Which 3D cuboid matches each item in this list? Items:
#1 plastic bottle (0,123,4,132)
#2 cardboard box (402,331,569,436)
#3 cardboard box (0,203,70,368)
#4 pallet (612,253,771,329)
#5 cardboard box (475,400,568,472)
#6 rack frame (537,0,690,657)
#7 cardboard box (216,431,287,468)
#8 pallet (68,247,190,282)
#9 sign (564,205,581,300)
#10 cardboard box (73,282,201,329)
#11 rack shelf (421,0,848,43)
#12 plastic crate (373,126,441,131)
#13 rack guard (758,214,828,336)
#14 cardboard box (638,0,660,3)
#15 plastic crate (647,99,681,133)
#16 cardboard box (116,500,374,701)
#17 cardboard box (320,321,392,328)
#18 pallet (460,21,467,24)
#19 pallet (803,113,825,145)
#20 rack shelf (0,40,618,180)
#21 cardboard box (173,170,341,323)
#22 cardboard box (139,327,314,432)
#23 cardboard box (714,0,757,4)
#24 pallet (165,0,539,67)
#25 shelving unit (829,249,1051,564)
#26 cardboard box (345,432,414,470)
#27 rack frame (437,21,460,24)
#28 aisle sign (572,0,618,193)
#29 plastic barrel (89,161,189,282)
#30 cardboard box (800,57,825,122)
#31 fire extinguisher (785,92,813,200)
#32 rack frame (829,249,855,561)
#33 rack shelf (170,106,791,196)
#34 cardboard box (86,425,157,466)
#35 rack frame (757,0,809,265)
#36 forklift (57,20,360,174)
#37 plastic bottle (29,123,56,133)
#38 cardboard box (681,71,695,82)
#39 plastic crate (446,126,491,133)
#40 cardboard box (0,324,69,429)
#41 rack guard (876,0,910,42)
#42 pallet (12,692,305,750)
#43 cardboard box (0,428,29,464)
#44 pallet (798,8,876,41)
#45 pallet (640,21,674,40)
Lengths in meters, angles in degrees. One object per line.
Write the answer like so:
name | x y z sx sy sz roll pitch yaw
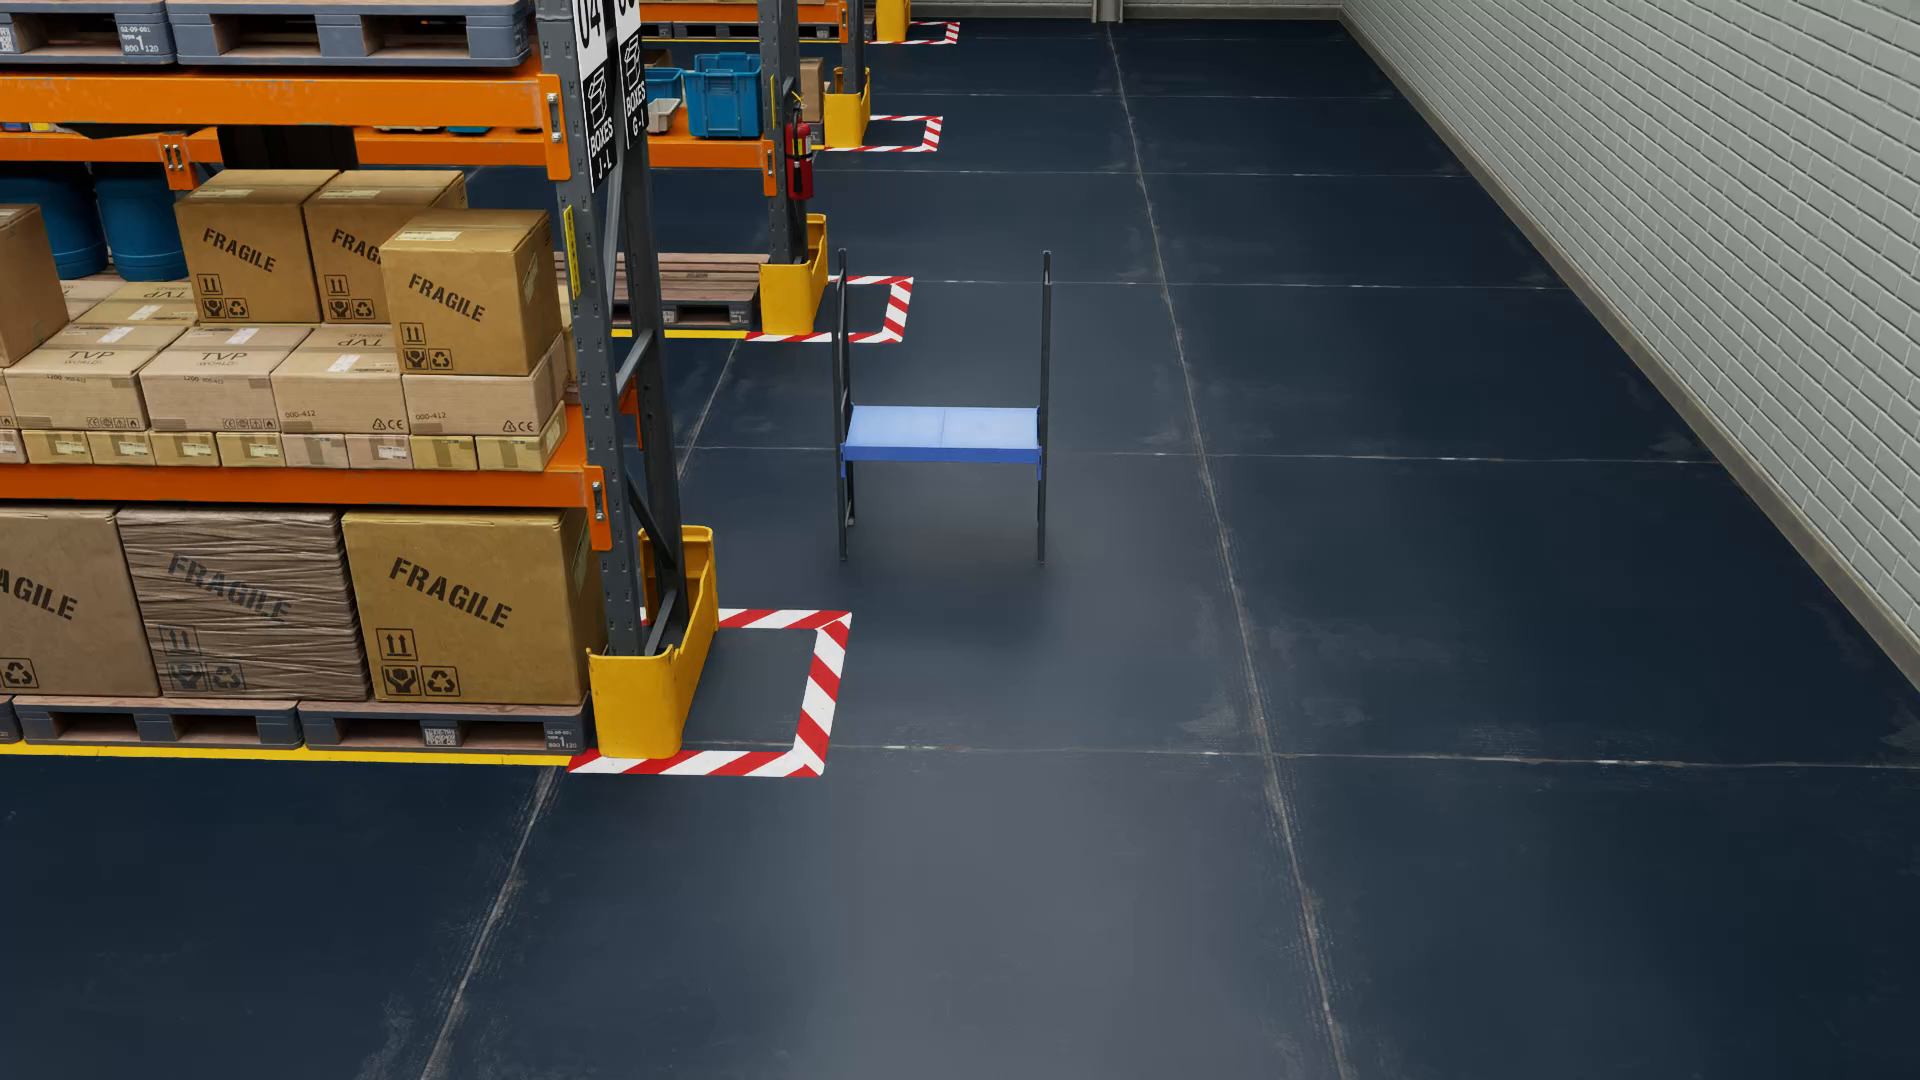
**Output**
plastic bottle | -6.466 -2.877 11.106 0.135 0.276 0.152 1 28 2
cardboard box | -1.863 -0.626 6.572 0.500 0.250 0.500 1 28 1
cardboard box | -3.885 -0.994 6.465 0.500 0.500 0.500 0 28 0
pallet | -2.017 -1.796 11.912 1.213 0.211 1.003 1 28 2
cardboard box | -1.736 -0.418 6.605 0.250 0.149 0.380 1 28 3
rack frame | -1.369 -0.677 6.825 0.127 3.000 1.000 1 28 2
cardboard box | -2.757 -0.434 6.635 0.250 0.149 0.380 0 28 1
pallet | -5.961 -1.862 12.037 1.213 0.211 1.003 1 28 2
sign | -1.402 -1.040 6.020 0.005 0.325 0.100 1 28 2
cardboard box | -3.383 -0.899 7.085 0.500 0.250 0.500 0 28 1
rack shelf | -3.014 -5.029 15.803 4.000 0.370 1.077 1 28 2
plastic crate | -3.672 -2.925 11.127 0.530 0.282 0.437 1 28 2
rack guard | -1.170 -1.897 11.795 0.348 0.500 1.175 1 28 2
cardboard box | -2.993 -5.265 15.372 0.500 0.500 0.500 1 28 1
plastic crate | -2.016 -2.835 11.112 0.243 0.136 0.396 1 28 2
cardboard box | -2.921 0.088 7.202 0.875 0.875 0.875 1 28 2
cardboard box | -2.359 -0.882 7.055 0.500 0.250 0.500 1 28 1
pallet | -5.616 -6.445 20.682 1.213 0.211 1.003 1 28 2
pallet | -1.888 -4.096 16.252 1.213 0.211 1.003 1 28 2
rack shelf | -3.368 -1.718 6.354 4.000 0.370 1.077 1 28 2
cardboard box | -2.857 -1.222 6.895 0.500 0.500 0.500 0 28 0
cardboard box | -2.878 -0.643 6.604 0.500 0.250 0.500 0 28 0
cardboard box | -1.991 -5.245 15.336 0.500 0.500 0.500 1 28 2
pallet | -2.111 -1.971 6.157 1.213 0.211 1.003 1 28 2
shelving unit | -0.085 -0.664 8.401 1.048 1.500 0.538 1 28 2
cardboard box | -2.248 -0.426 6.620 0.250 0.149 0.380 1 28 2
rack frame | -5.013 -5.380 15.697 0.127 3.000 1.000 1 28 2
aisle sign | -1.308 -1.684 5.949 0.004 0.787 0.394 1 28 2
plastic barrel | -5.735 -2.337 11.749 0.708 0.901 0.600 1 28 2
cardboard box | -1.568 -4.298 15.854 0.500 0.500 0.500 1 28 2
fire extinguisher | -1.059 -2.582 10.898 0.183 0.674 0.296 1 28 2
rack frame | -0.593 -0.672 8.417 0.032 1.500 0.500 1 28 2
rack shelf | -3.193 -2.711 11.430 4.000 0.370 1.077 1 28 2
cardboard box | -3.264 -0.444 6.652 0.250 0.149 0.380 1 28 3
rack frame | -1.194 -2.996 11.199 0.127 3.000 1.000 1 28 2
forklift | -3.557 -1.204 7.892 3.031 2.935 1.130 -14 31 -24
plastic bottle | -6.122 -2.902 11.075 0.185 0.351 0.144 1 28 2
cardboard box | -2.548 -4.452 16.412 0.500 0.250 0.500 1 28 2
plastic crate | -3.256 -2.862 11.062 0.300 0.233 0.416 1 28 2
cardboard box | -3.891 -0.662 6.639 0.500 0.250 0.500 2 28 3
rack guard | -0.821 -6.528 20.531 0.348 0.500 1.175 1 28 2
pallet | -3.387 0.557 7.475 1.213 0.211 1.003 1 28 2
cardboard box | -3.787 -0.451 6.666 0.250 0.149 0.380 1 28 2
pallet | -1.646 -6.378 20.555 1.213 0.211 1.003 1 28 2
pallet | -4.085 -6.418 20.632 1.213 0.211 1.003 1 28 2
